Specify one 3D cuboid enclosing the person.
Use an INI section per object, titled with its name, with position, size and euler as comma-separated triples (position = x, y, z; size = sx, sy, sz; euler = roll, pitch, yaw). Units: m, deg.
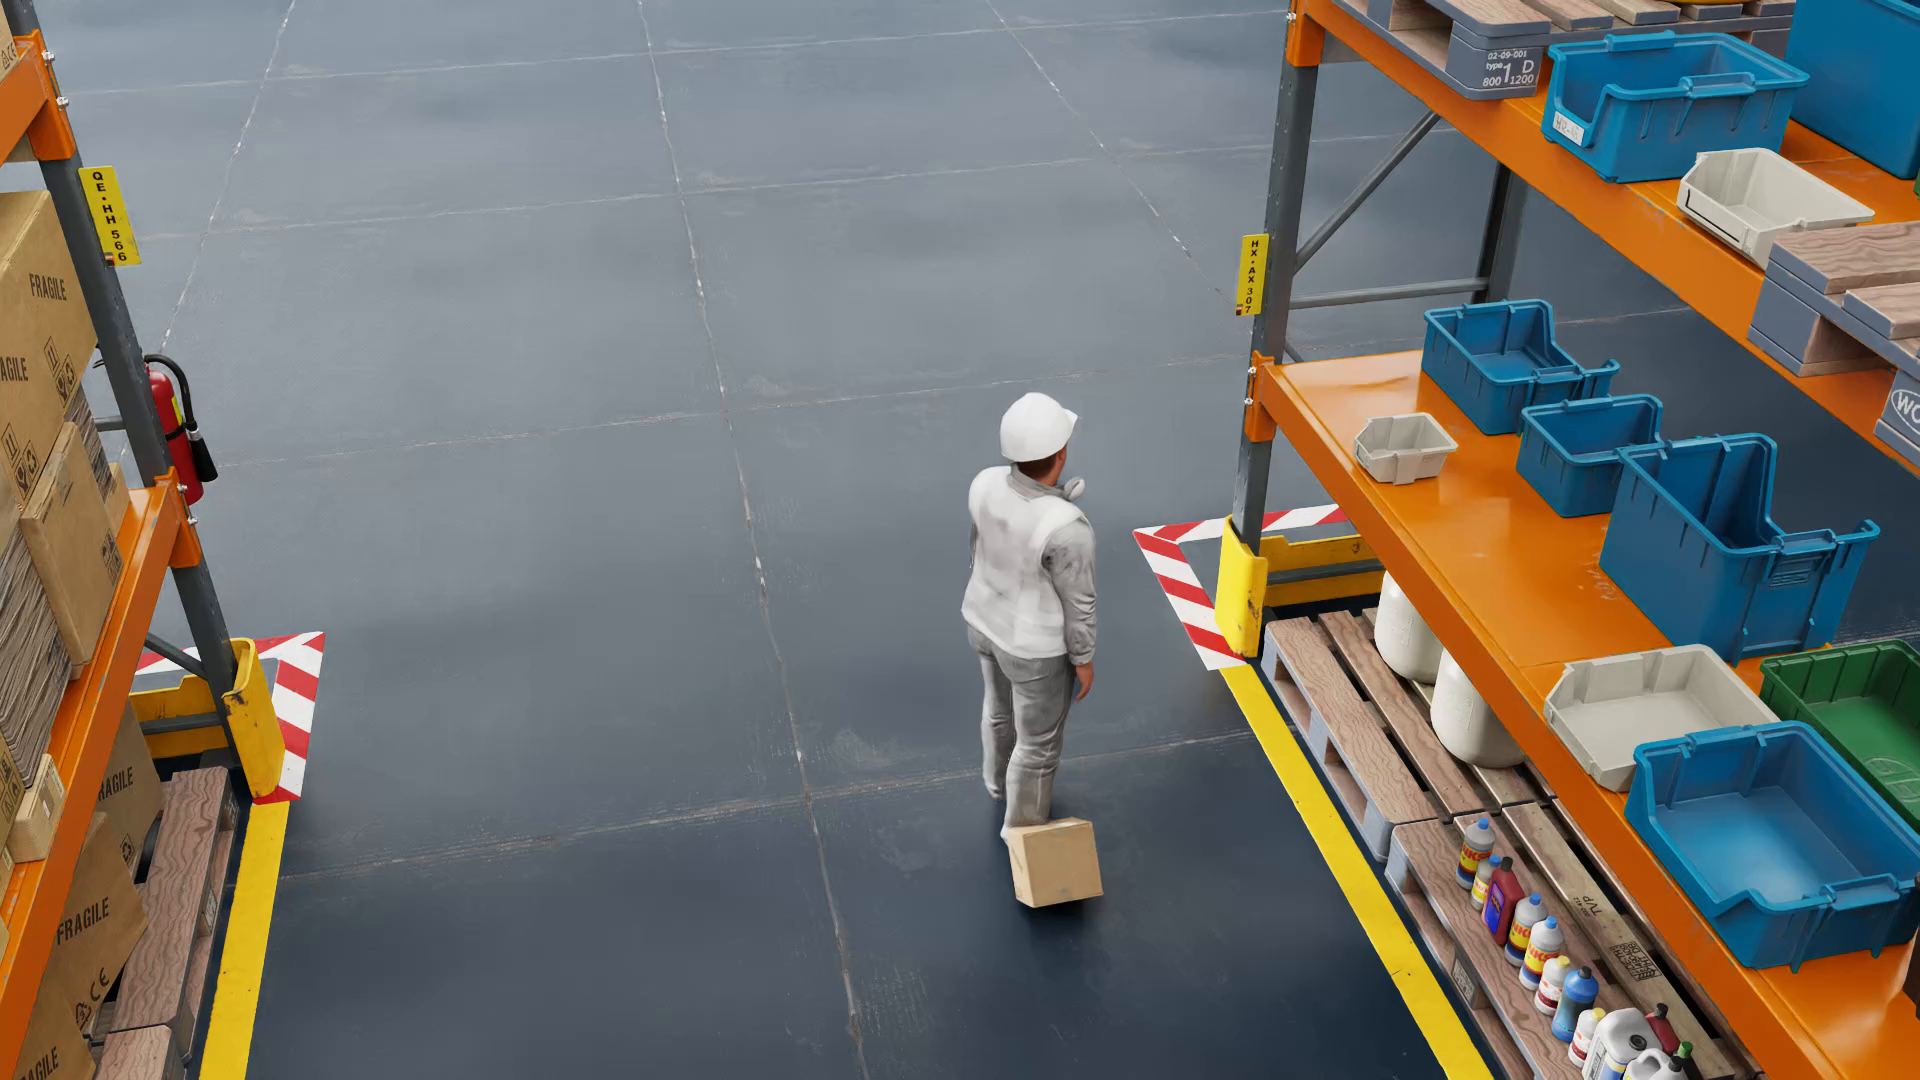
[person]
position = 0.272, 0.284, 5.651
size = 0.462, 1.781, 0.585
euler = -25, 41, -31
